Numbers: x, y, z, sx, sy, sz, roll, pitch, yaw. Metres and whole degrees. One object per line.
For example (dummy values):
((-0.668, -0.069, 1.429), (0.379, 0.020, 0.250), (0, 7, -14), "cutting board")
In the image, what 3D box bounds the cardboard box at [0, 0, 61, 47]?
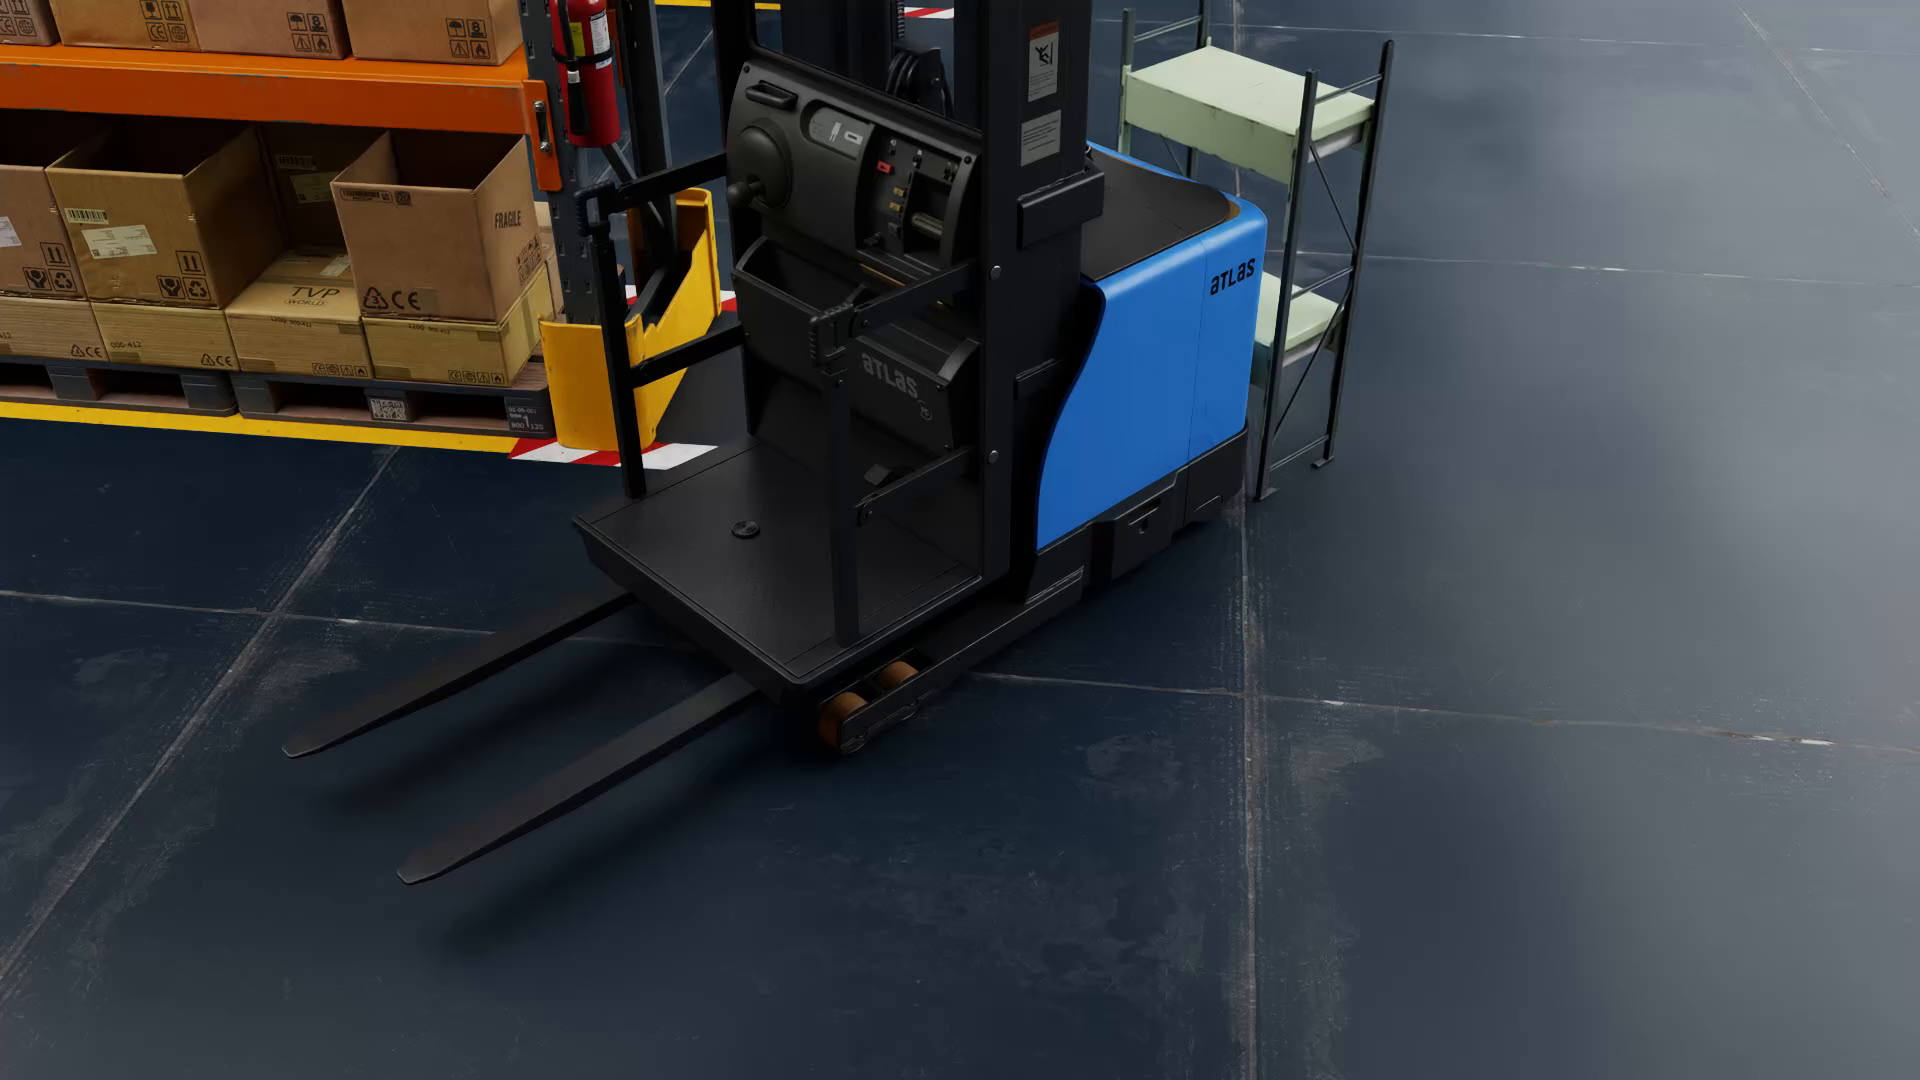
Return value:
((-3.235, -2.074, 5.729), (0.500, 0.500, 0.700), (5, 36, 7), "cardboard box")

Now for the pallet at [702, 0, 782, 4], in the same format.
((-1.490, -3.639, 10.408), (1.213, 0.211, 1.003), (4, 36, 6), "pallet")

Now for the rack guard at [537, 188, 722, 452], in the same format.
((-1.214, -0.860, 6.265), (0.348, 0.500, 1.175), (4, 36, 6), "rack guard")

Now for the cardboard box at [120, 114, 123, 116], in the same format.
((-3.229, -1.516, 6.393), (0.500, 0.500, 0.500), (4, 36, 6), "cardboard box")

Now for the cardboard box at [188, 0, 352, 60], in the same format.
((-2.221, -1.997, 5.622), (0.500, 0.500, 0.700), (5, 36, 7), "cardboard box")

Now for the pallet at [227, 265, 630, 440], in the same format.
((-2.002, -0.776, 6.397), (1.213, 0.211, 1.003), (4, 36, 6), "pallet")

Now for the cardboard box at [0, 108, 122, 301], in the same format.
((-3.297, -1.207, 5.960), (0.500, 0.500, 0.500), (4, 36, 6), "cardboard box")

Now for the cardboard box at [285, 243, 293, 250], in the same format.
((-2.734, -1.170, 6.554), (0.500, 0.250, 0.500), (4, 36, 6), "cardboard box")

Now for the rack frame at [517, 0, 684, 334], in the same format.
((-1.238, -1.879, 5.541), (0.127, 3.000, 1.000), (4, 36, 6), "rack frame")

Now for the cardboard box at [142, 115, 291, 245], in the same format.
((-2.735, -1.469, 6.327), (0.500, 0.500, 0.500), (4, 36, 6), "cardboard box")

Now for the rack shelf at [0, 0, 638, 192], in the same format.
((-3.222, -1.734, 5.958), (4.000, 0.370, 1.077), (4, 36, 6), "rack shelf")

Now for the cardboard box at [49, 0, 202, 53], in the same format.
((-2.713, -2.038, 5.678), (0.500, 0.500, 0.700), (4, 36, 6), "cardboard box")

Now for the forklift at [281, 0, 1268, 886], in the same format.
((-0.455, -0.939, 4.284), (3.031, 2.935, 1.130), (-29, 45, -34), "forklift")

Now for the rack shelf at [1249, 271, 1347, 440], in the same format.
((0.921, -0.719, 5.765), (0.431, 0.370, 0.720), (-28, 44, -32), "rack shelf")

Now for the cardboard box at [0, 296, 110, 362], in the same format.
((-3.297, -0.904, 6.181), (0.500, 0.250, 0.500), (4, 36, 6), "cardboard box")

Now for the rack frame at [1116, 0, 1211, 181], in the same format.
((0.676, -1.142, 5.797), (0.400, 1.500, 0.023), (-28, 44, -32), "rack frame")

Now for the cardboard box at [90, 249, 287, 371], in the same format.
((-2.801, -0.866, 6.128), (0.500, 0.250, 0.500), (4, 36, 6), "cardboard box")

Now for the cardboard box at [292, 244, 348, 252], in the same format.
((-2.238, -1.133, 6.502), (0.500, 0.250, 0.500), (4, 36, 6), "cardboard box")

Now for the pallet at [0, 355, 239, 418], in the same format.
((-3.208, -0.868, 6.525), (1.213, 0.211, 1.003), (4, 36, 6), "pallet")

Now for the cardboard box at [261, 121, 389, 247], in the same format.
((-2.238, -1.439, 6.286), (0.500, 0.500, 0.500), (4, 36, 6), "cardboard box")

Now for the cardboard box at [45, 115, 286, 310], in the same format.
((-2.801, -1.169, 5.907), (0.500, 0.500, 0.500), (4, 36, 6), "cardboard box")

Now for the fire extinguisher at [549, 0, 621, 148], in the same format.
((-1.180, -1.571, 5.177), (0.183, 0.674, 0.296), (4, 36, 6), "fire extinguisher")

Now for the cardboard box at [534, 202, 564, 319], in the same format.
((-1.741, -1.098, 6.453), (0.500, 0.250, 0.500), (4, 36, 6), "cardboard box")

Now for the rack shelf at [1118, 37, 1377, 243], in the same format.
((0.917, -1.300, 5.346), (0.431, 0.370, 0.720), (-28, 44, -32), "rack shelf")

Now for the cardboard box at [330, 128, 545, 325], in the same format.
((-1.808, -1.104, 5.816), (0.500, 0.500, 0.500), (4, 36, 6), "cardboard box")

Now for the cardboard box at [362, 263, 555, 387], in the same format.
((-1.807, -0.800, 6.035), (0.500, 0.250, 0.500), (4, 36, 6), "cardboard box")

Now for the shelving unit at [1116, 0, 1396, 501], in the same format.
((0.919, -0.983, 5.575), (0.431, 1.500, 0.755), (-28, 44, -32), "shelving unit")

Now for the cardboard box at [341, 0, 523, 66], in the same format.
((-1.699, -1.961, 5.571), (0.500, 0.500, 0.700), (4, 36, 6), "cardboard box")

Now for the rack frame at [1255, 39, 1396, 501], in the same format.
((1.162, -0.824, 5.352), (0.400, 1.500, 0.023), (-28, 44, -32), "rack frame")

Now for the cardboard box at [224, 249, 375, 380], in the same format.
((-2.305, -0.830, 6.077), (0.500, 0.250, 0.500), (4, 36, 6), "cardboard box")
